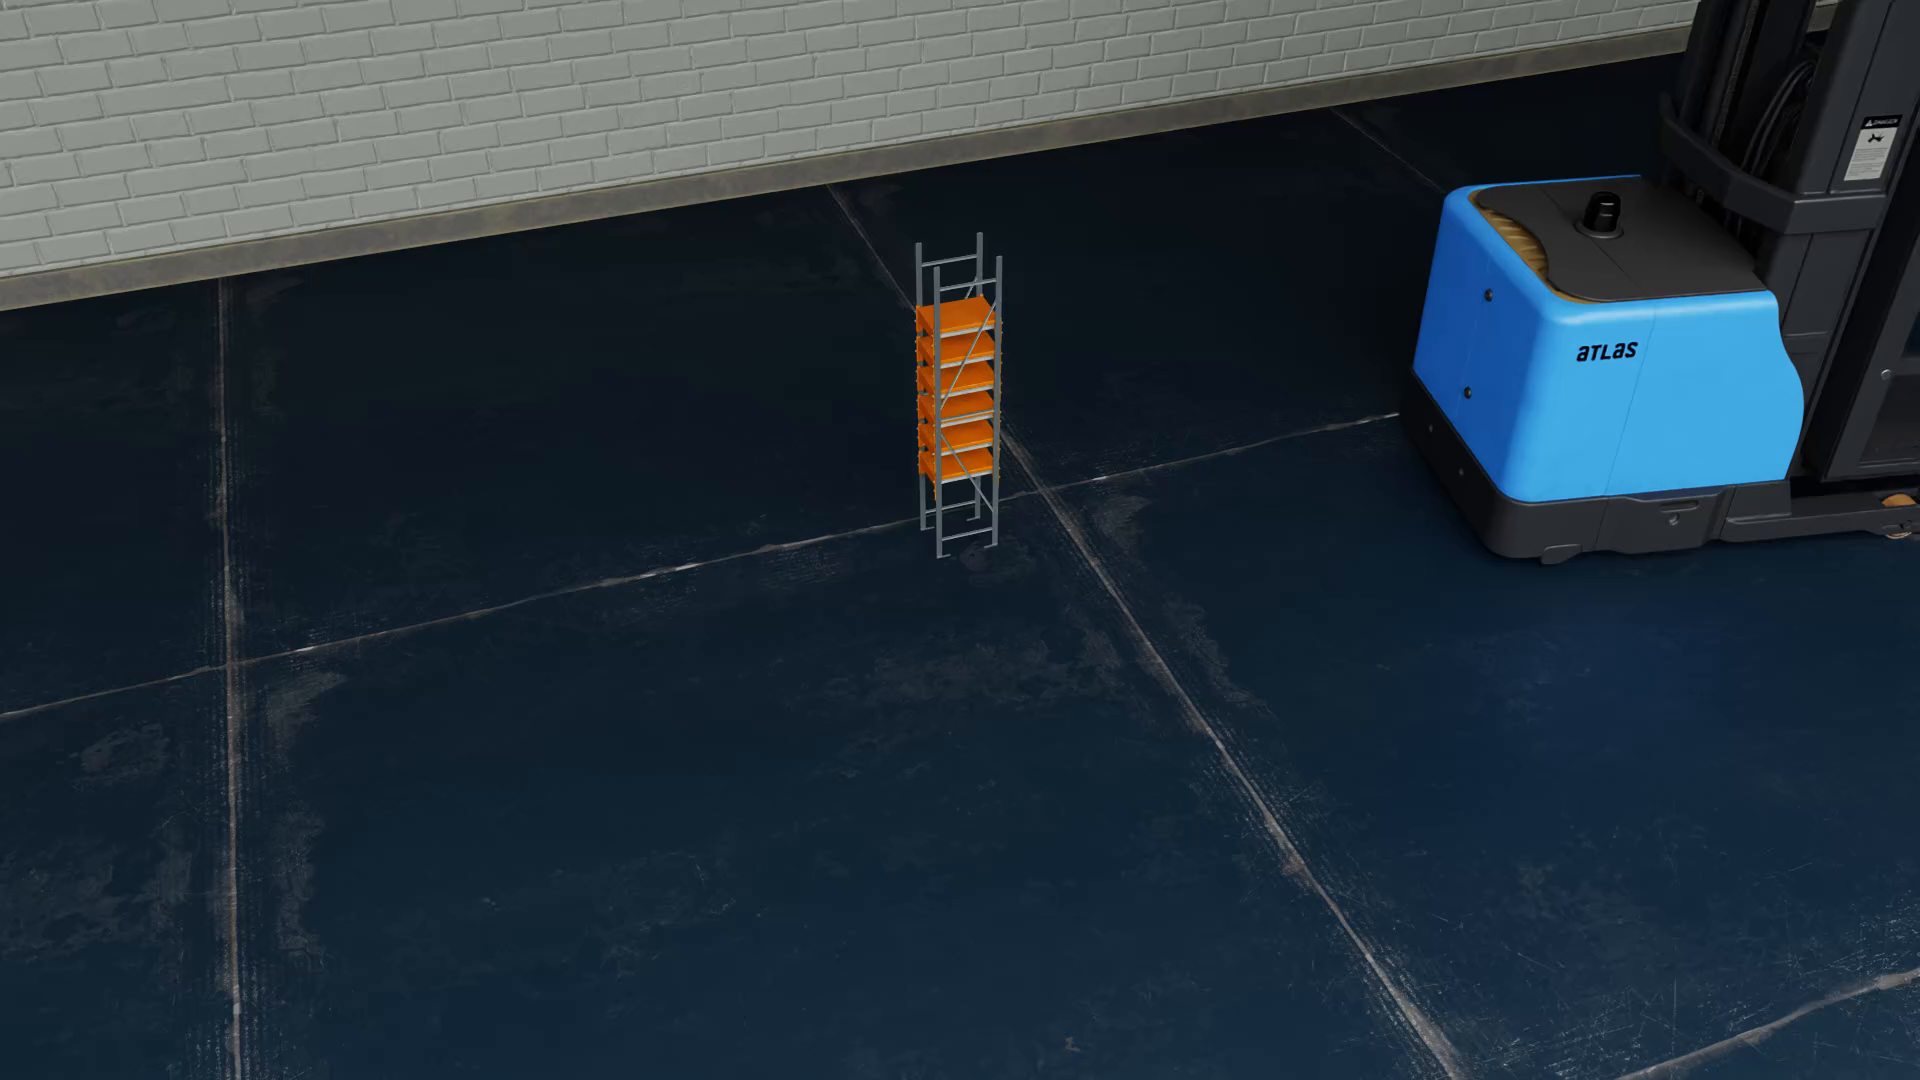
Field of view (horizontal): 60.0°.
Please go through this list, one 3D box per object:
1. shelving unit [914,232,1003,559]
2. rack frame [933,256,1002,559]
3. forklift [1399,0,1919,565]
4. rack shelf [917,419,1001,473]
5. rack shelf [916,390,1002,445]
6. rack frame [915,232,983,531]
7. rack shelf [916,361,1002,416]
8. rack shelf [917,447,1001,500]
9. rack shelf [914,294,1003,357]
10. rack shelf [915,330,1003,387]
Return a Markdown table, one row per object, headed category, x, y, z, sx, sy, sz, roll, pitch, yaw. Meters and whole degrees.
| category | x | y | z | sx | sy | sz | roll | pitch | yaw |
| --- | --- | --- | --- | --- | --- | --- | --- | --- | --- |
| shelving unit | -0.005 | -0.487 | 5.900 | 0.258 | 1.200 | 0.189 | -12 | 39 | -16 |
| rack frame | 0.026 | -0.436 | 5.831 | 0.240 | 1.200 | 0.006 | -12 | 39 | -16 |
| forklift | 3.356 | -1.486 | 5.787 | 3.031 | 2.935 | 1.130 | -5 | 37 | -7 |
| rack shelf | -0.005 | -0.356 | 5.999 | 0.258 | 0.103 | 0.180 | -12 | 39 | -16 |
| rack shelf | -0.005 | -0.452 | 5.927 | 0.258 | 0.103 | 0.180 | -12 | 39 | -16 |
| rack frame | -0.036 | -0.539 | 5.968 | 0.240 | 1.200 | 0.006 | -12 | 39 | -16 |
| rack shelf | -0.005 | -0.548 | 5.854 | 0.258 | 0.103 | 0.180 | -12 | 39 | -16 |
| rack shelf | -0.005 | -0.260 | 6.071 | 0.258 | 0.103 | 0.180 | -12 | 39 | -16 |
| rack shelf | -0.005 | -0.739 | 5.710 | 0.258 | 0.103 | 0.180 | -12 | 39 | -16 |
| rack shelf | -0.005 | -0.644 | 5.782 | 0.258 | 0.103 | 0.180 | -12 | 39 | -16 |
